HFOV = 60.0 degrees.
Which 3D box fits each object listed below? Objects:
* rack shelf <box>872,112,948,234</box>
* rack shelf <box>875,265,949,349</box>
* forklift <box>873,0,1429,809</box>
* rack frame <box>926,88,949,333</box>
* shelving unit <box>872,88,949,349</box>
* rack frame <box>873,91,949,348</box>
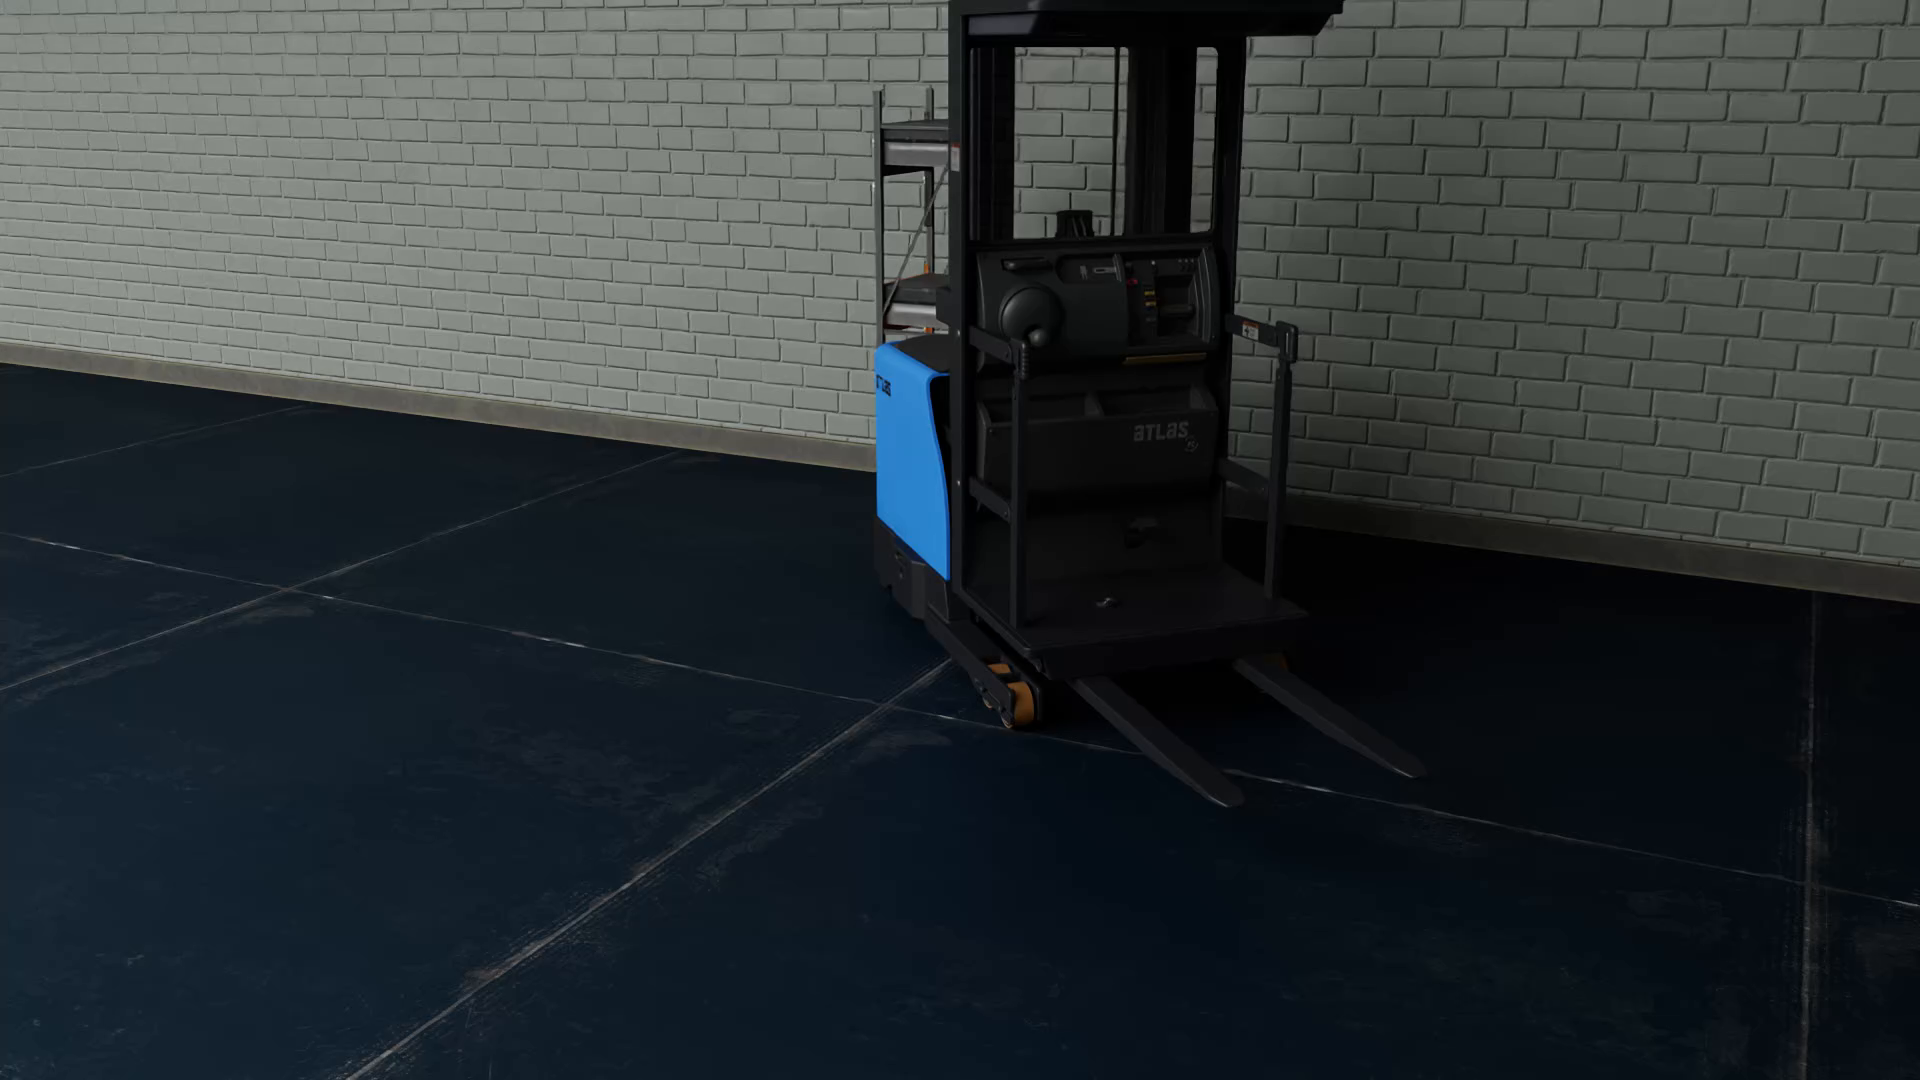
[{"bbox_3d":[-0.085,-1.631,7.417,0.431,0.518,0.480,8,18,25],"label":"rack shelf"},{"bbox_3d":[-0.084,-0.960,7.617,0.431,0.518,0.480,8,18,25],"label":"rack shelf"},{"bbox_3d":[0.579,-0.875,5.823,1.130,2.935,3.031,-6,17,-18],"label":"forklift"},{"bbox_3d":[0.025,-1.036,7.822,0.400,2.100,0.015,8,18,25],"label":"rack frame"},{"bbox_3d":[-0.084,-0.974,7.613,0.431,2.100,0.503,8,18,25],"label":"shelving unit"},{"bbox_3d":[-0.194,-0.911,7.404,0.400,2.100,0.015,8,18,25],"label":"rack frame"}]
